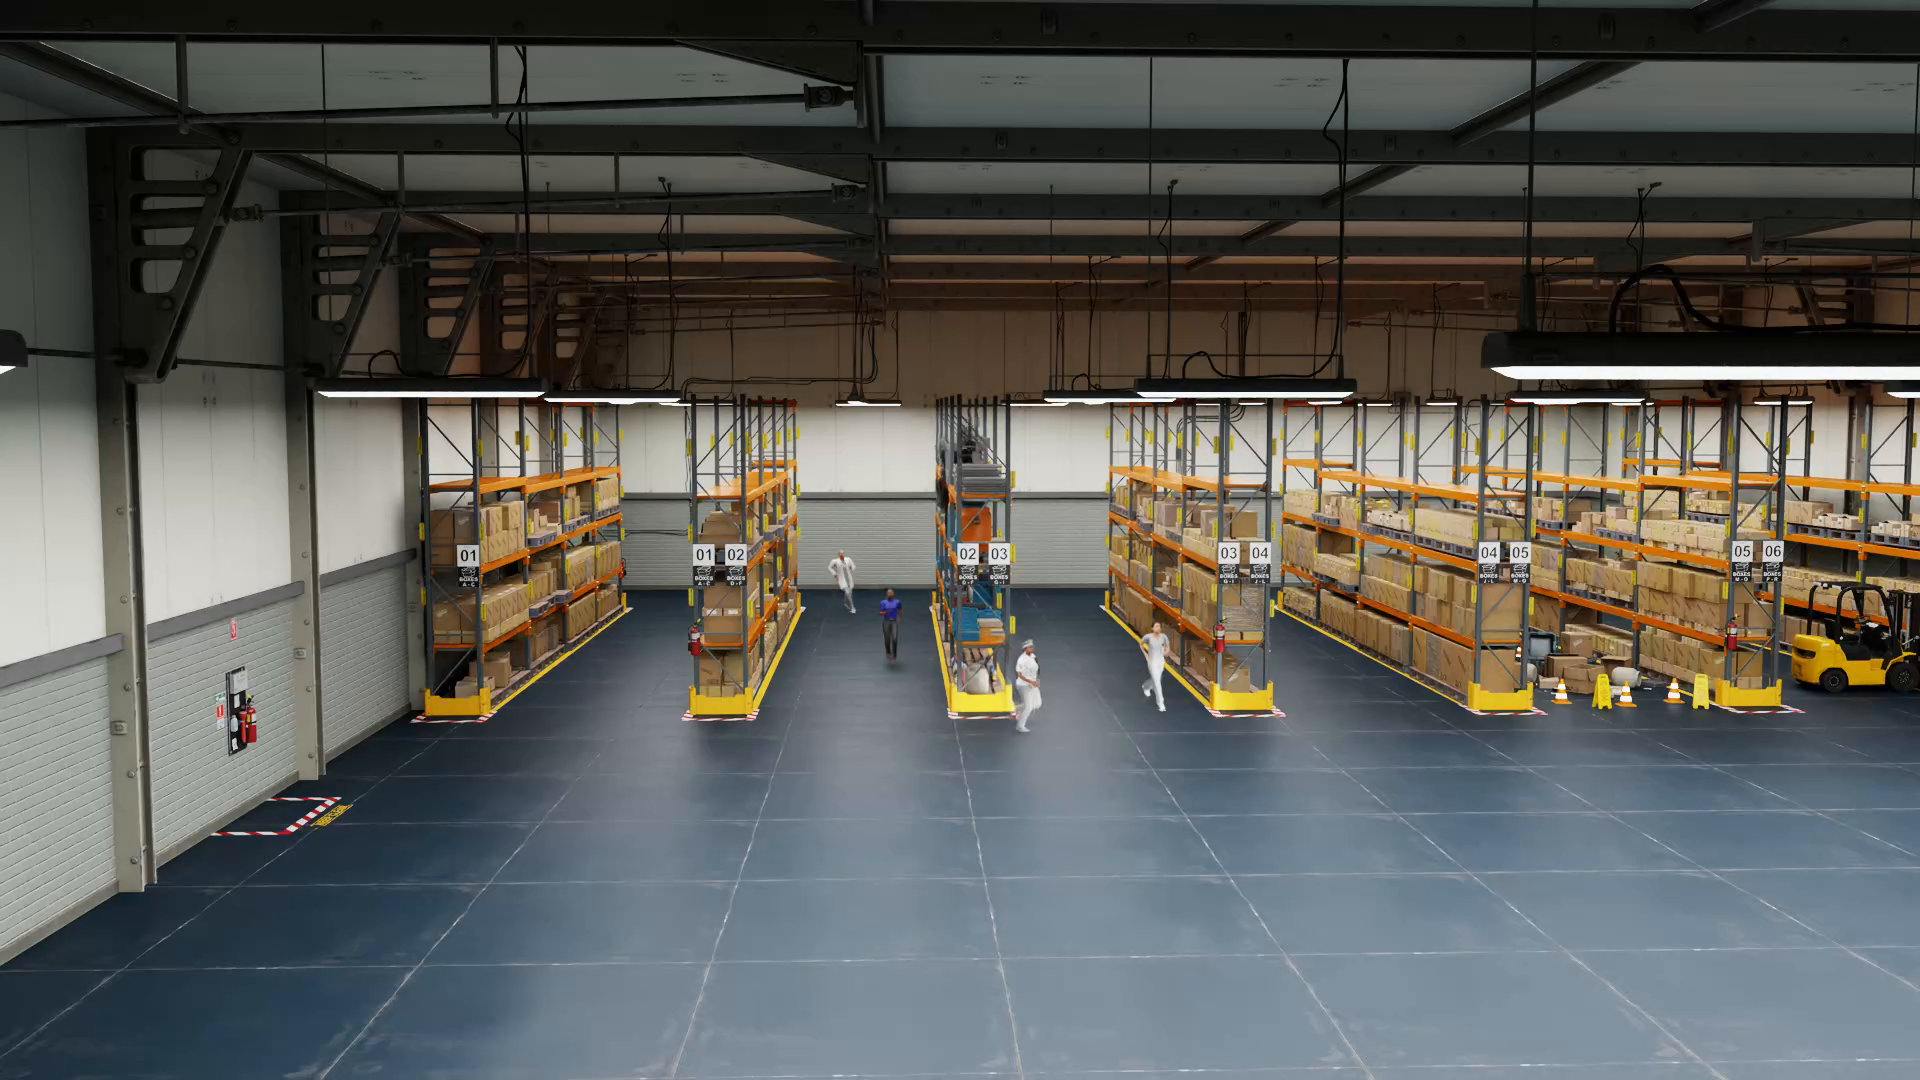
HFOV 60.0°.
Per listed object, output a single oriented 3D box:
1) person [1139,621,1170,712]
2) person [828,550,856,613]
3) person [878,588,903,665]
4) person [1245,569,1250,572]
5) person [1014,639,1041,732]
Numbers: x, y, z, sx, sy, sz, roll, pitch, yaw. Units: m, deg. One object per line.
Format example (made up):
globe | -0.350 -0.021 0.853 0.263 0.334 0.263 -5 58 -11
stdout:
person | 3.767 2.378 32.004 0.534 1.680 1.120 -2 5 -21
person | -3.304 1.167 46.890 0.703 1.802 0.834 -3 5 -29
person | -1.582 1.987 37.527 0.537 1.619 0.742 0 4 -2
person | 7.420 1.427 43.216 0.667 1.768 0.963 -1 5 -8
person | 1.208 2.580 29.582 0.621 1.667 0.602 3 6 38
